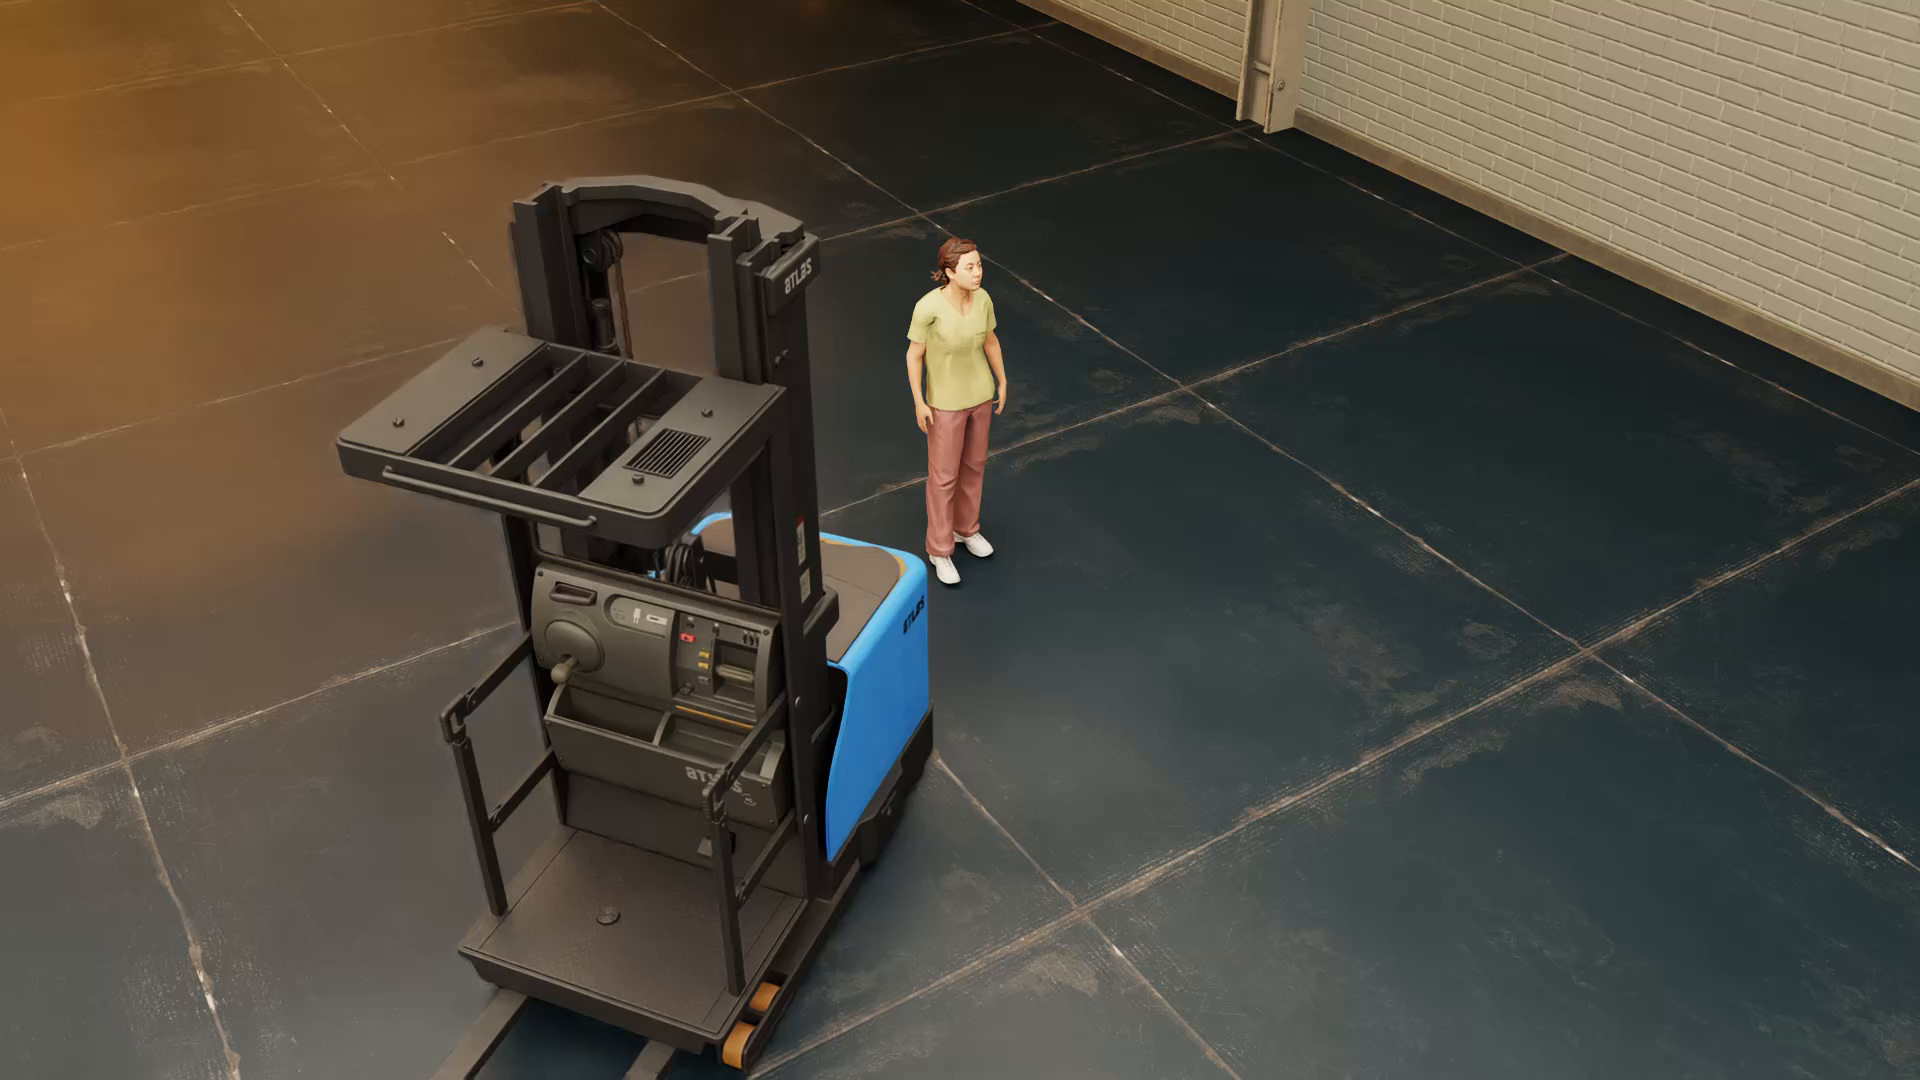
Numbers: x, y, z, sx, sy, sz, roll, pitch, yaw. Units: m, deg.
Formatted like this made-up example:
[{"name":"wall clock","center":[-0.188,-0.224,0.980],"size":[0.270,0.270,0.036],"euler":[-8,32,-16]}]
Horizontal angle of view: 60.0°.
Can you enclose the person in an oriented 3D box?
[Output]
[{"name":"person","center":[0.031,-0.652,8.155],"size":[0.554,1.673,0.548],"euler":[-21,40,-27]}]

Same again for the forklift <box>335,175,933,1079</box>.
[{"name":"forklift","center":[-1.139,0.425,5.543],"size":[1.130,2.935,3.031],"euler":[13,37,18]}]
